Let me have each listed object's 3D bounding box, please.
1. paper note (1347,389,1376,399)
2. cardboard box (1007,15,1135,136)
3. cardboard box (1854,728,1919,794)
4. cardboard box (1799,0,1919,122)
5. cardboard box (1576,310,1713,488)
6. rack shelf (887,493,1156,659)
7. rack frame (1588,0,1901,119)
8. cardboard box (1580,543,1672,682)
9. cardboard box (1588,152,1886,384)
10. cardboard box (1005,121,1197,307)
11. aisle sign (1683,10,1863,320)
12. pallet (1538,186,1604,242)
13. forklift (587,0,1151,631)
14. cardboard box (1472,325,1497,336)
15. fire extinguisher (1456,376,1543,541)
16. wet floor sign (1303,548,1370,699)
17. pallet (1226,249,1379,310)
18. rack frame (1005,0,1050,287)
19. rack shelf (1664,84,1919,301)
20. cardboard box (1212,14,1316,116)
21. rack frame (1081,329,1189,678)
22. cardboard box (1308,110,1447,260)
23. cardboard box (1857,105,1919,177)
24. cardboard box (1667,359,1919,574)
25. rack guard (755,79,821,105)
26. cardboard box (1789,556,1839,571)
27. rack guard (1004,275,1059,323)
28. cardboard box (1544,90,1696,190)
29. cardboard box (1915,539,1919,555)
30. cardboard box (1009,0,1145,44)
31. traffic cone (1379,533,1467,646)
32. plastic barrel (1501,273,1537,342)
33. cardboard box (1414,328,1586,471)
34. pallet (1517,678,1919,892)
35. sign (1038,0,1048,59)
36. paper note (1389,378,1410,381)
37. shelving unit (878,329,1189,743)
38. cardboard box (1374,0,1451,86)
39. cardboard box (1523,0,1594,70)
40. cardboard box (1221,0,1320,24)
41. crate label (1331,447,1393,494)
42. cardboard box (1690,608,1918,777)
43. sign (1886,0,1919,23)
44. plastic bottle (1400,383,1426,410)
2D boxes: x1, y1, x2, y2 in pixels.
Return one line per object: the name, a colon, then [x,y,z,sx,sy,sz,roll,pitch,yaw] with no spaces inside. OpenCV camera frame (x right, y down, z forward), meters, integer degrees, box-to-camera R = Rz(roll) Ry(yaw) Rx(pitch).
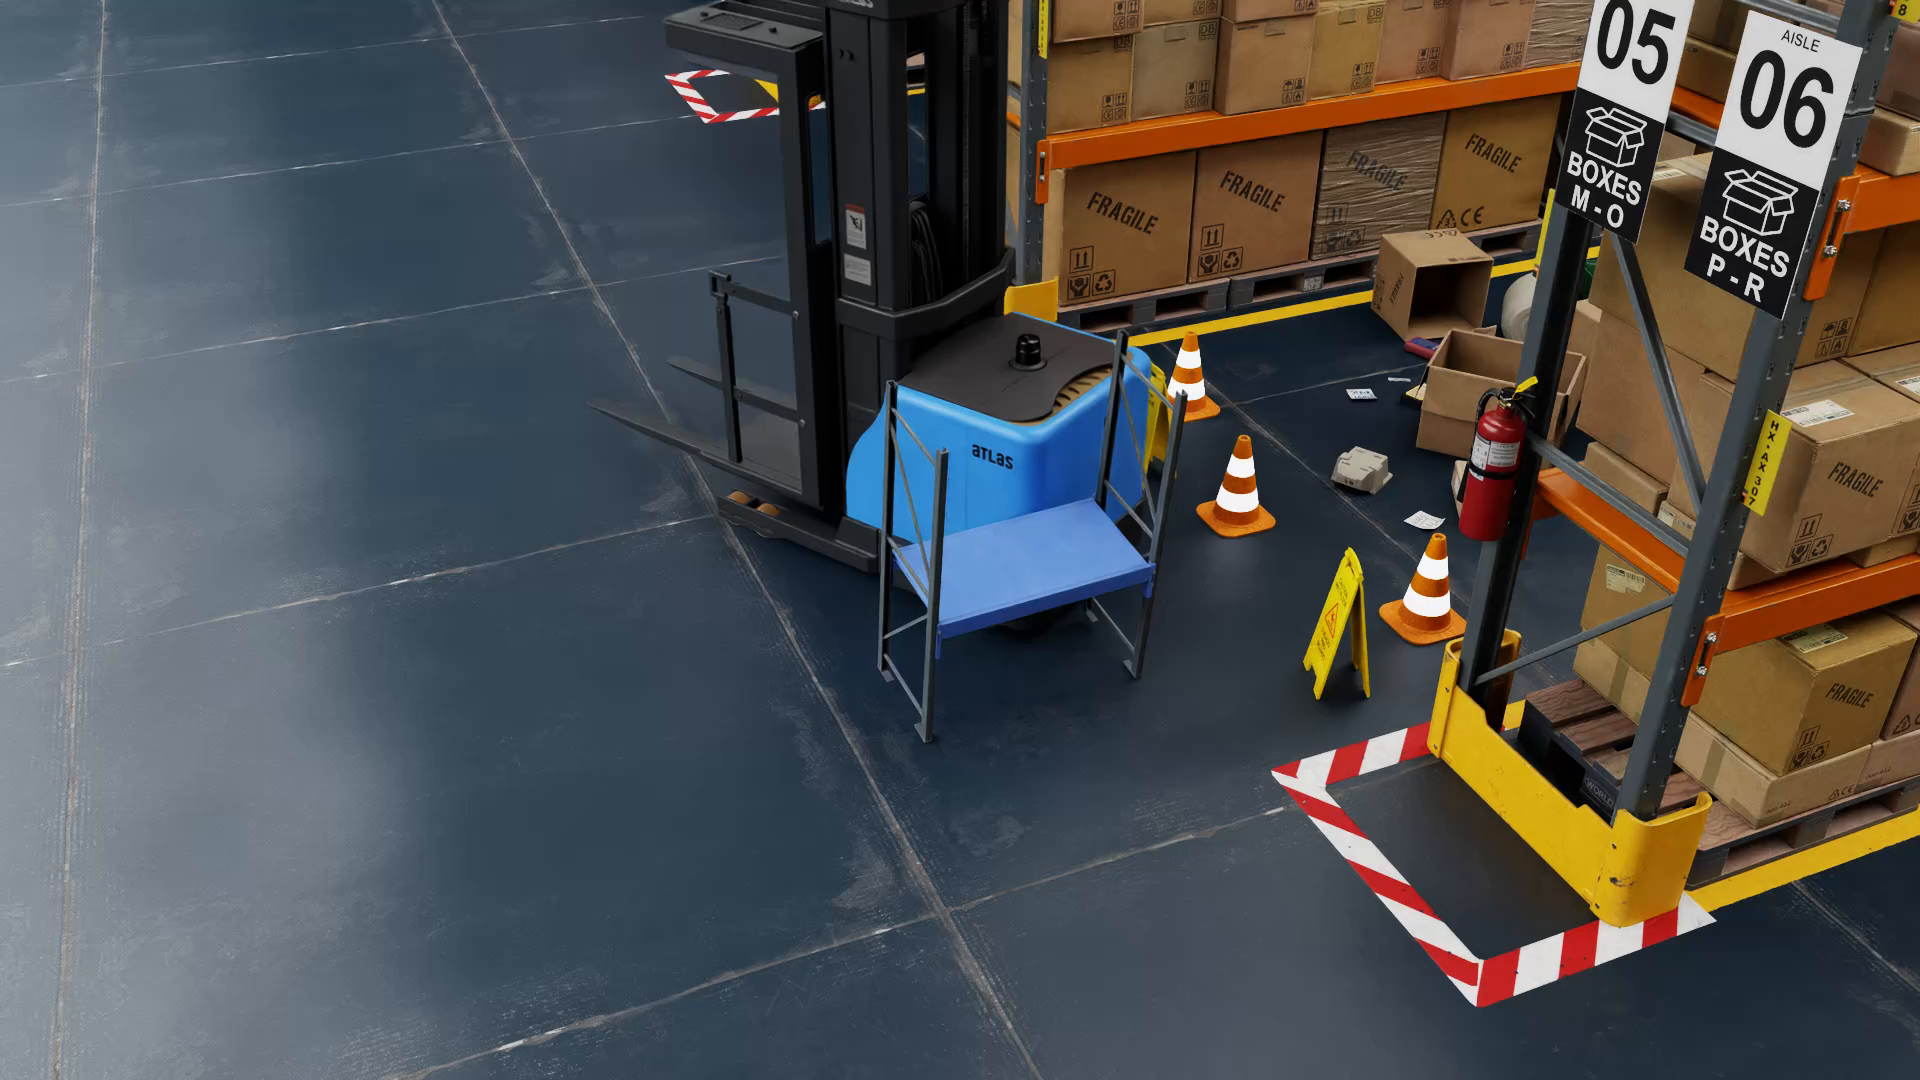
paper note: [2.297,-0.836,9.508,0.142,0.017,0.144,-2,33,-2]
cardboard box: [0.557,-2.777,9.629,0.550,0.550,0.875,-13,35,-19]
cardboard box: [3.566,0.697,6.565,0.500,0.250,0.500,-12,35,-17]
cardboard box: [2.808,-1.436,4.821,0.500,0.250,0.500,-14,35,-20]
cardboard box: [2.635,-0.564,6.003,0.500,0.500,0.500,-14,35,-20]
rack shelf: [0.249,0.137,6.941,1.000,0.185,0.538,-15,43,-21]
rack frame: [2.242,-2.659,4.086,0.127,3.000,1.000,-13,35,-19]
cardboard box: [2.879,0.217,6.614,0.500,0.500,0.500,-13,35,-19]
cardboard box: [2.628,-0.948,5.675,0.500,0.500,0.700,-14,35,-20]
cardboard box: [0.832,-2.074,10.251,0.875,0.875,0.875,-13,35,-19]
aisle sign: [2.304,-1.065,4.753,0.004,0.787,0.394,-13,35,-19]
pallet: [4.603,-2.489,11.882,1.213,0.211,1.003,-13,35,-19]
forklift: [-0.600,-1.451,7.793,3.031,2.935,1.130,22,39,29]
cardboard box: [3.048,-1.022,9.577,0.258,0.266,0.396,-7,34,-11]
fire extinguisher: [1.958,-0.320,6.062,0.183,0.674,0.296,-13,35,-19]
wet floor sign: [1.652,0.344,7.129,0.232,0.644,0.267,-2,33,-2]
pallet: [2.062,-1.907,10.988,1.213,0.211,1.003,-13,35,-19]
rack frame: [0.232,-2.613,9.515,0.127,3.000,1.000,-13,35,-19]
rack shelf: [4.086,-1.523,5.749,4.000,0.370,1.077,-13,35,-19]
cardboard box: [1.620,-2.959,9.909,0.550,0.550,0.875,-13,35,-19]
rack frame: [0.716,-0.122,7.012,0.032,1.500,0.500,-15,43,-21]
cardboard box: [2.484,-2.453,10.832,0.875,0.875,0.875,-13,35,-19]
cardboard box: [2.673,-1.204,4.829,0.250,0.149,0.380,-13,35,-19]
cardboard box: [2.786,-0.272,5.553,0.500,0.500,0.500,-13,35,-20]
rack guard: [-1.525,-4.096,14.087,0.348,0.500,1.175,-13,35,-19]
cardboard box: [2.862,-0.068,5.834,0.250,0.149,0.380,-12,35,-18]
rack guard: [0.210,-1.560,10.189,0.348,0.500,1.175,-13,35,-19]
cardboard box: [4.458,-2.866,11.583,0.750,0.750,1.050,-13,35,-19]
cardboard box: [3.390,-0.113,5.904,0.250,0.149,0.380,-12,35,-18]
cardboard box: [0.589,-3.187,9.270,0.550,0.550,0.875,-13,35,-19]
traffic cone: [2.139,0.179,7.550,0.334,0.463,0.336,-13,35,-19]
plastic barrel: [3.468,-1.366,9.962,0.421,0.421,0.512,10,34,14]
cardboard box: [2.881,-0.742,8.929,0.797,0.503,0.637,16,36,23]
pallet: [3.074,0.854,6.744,1.213,0.211,1.003,-13,35,-19]
sign: [0.441,-2.728,8.826,0.005,0.325,0.100,-13,35,-19]
paper note: [2.557,-0.934,9.676,0.123,0.001,0.032,4,33,6]
shelving unit: [0.258,-0.002,6.827,1.048,1.500,0.538,-15,43,-21]
cardboard box: [2.543,-3.254,10.363,0.550,0.550,0.875,-13,35,-19]
cardboard box: [3.585,-3.436,10.643,0.550,0.550,0.875,-13,35,-19]
cardboard box: [1.630,-3.399,9.596,0.550,0.550,0.875,-13,35,-19]
crate label: [2.096,-0.368,8.690,0.250,0.136,0.298,23,39,30]
cardboard box: [3.114,0.481,6.209,0.500,0.500,0.500,-14,36,-21]
sign: [2.452,-1.496,4.246,0.005,0.325,0.100,-13,35,-19]
plastic bottle: [2.644,-0.832,9.473,0.283,0.061,0.133,-27,42,-35]
